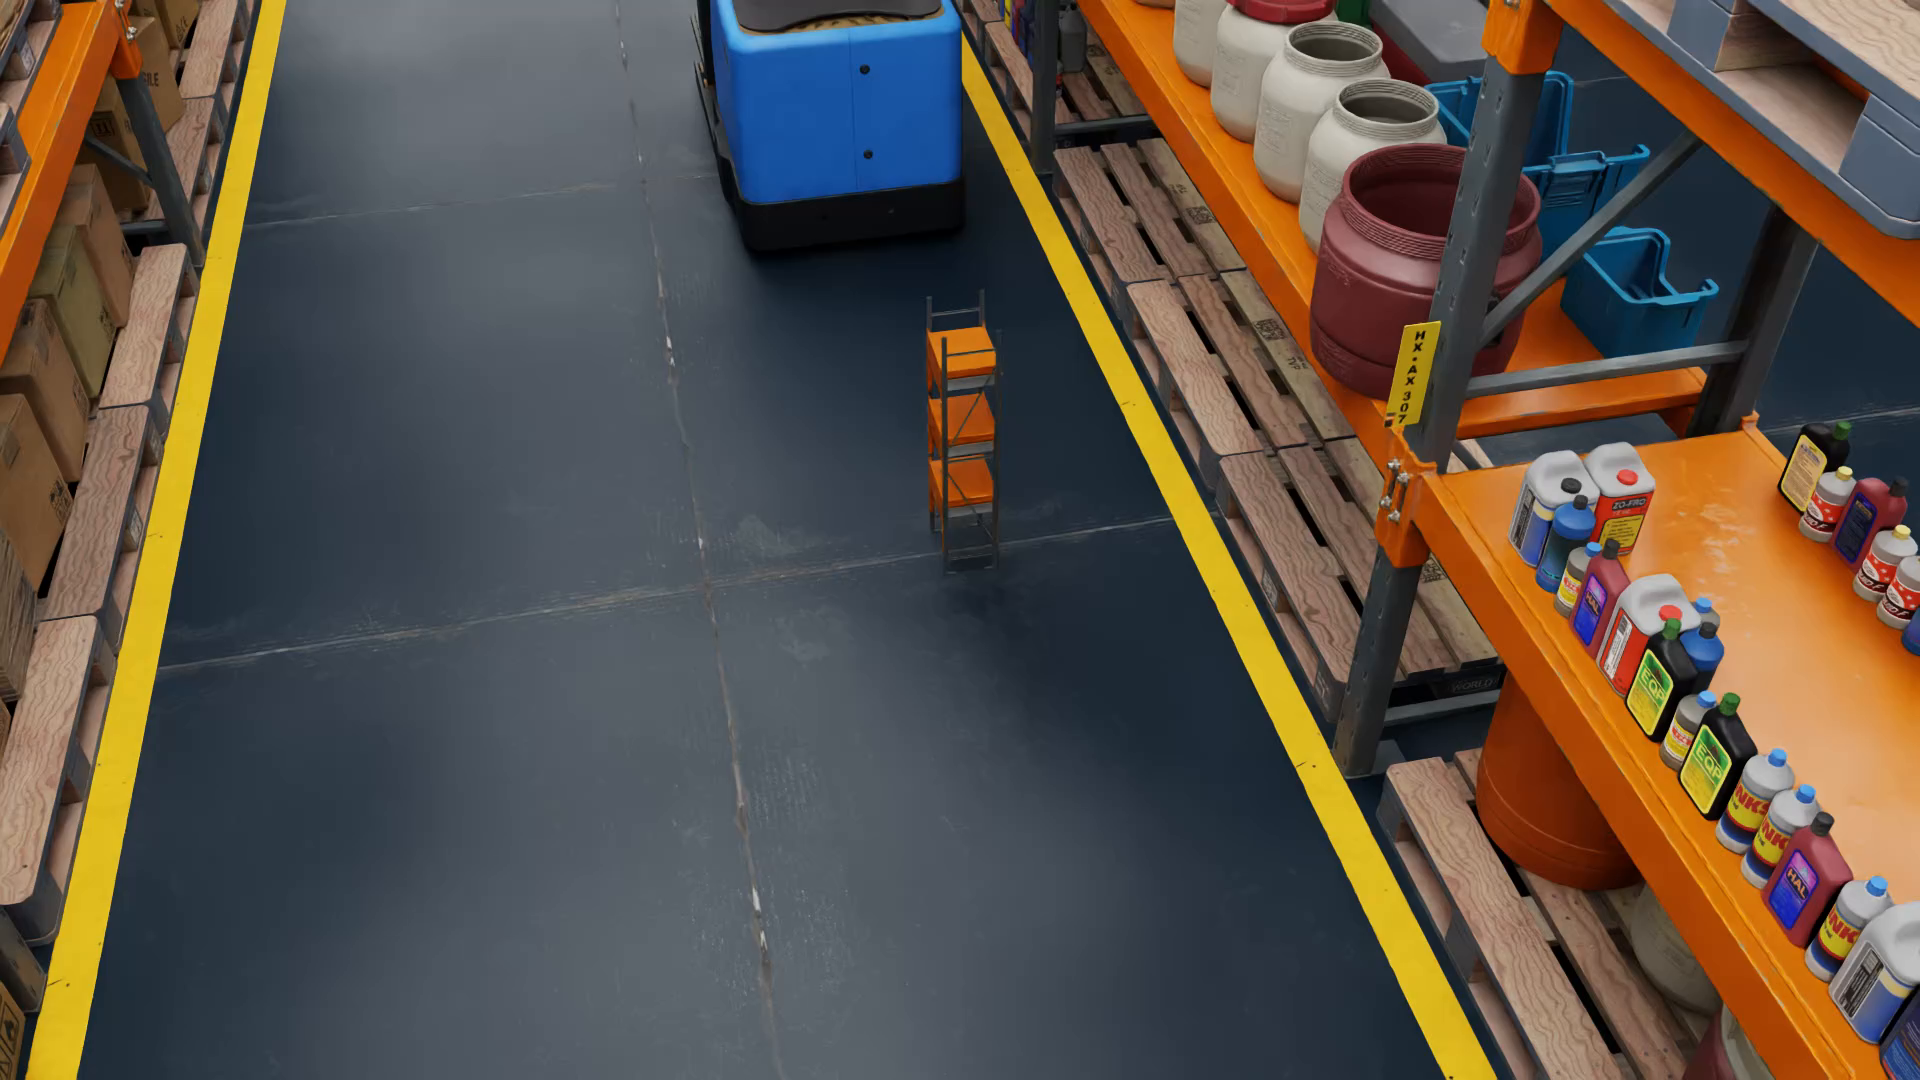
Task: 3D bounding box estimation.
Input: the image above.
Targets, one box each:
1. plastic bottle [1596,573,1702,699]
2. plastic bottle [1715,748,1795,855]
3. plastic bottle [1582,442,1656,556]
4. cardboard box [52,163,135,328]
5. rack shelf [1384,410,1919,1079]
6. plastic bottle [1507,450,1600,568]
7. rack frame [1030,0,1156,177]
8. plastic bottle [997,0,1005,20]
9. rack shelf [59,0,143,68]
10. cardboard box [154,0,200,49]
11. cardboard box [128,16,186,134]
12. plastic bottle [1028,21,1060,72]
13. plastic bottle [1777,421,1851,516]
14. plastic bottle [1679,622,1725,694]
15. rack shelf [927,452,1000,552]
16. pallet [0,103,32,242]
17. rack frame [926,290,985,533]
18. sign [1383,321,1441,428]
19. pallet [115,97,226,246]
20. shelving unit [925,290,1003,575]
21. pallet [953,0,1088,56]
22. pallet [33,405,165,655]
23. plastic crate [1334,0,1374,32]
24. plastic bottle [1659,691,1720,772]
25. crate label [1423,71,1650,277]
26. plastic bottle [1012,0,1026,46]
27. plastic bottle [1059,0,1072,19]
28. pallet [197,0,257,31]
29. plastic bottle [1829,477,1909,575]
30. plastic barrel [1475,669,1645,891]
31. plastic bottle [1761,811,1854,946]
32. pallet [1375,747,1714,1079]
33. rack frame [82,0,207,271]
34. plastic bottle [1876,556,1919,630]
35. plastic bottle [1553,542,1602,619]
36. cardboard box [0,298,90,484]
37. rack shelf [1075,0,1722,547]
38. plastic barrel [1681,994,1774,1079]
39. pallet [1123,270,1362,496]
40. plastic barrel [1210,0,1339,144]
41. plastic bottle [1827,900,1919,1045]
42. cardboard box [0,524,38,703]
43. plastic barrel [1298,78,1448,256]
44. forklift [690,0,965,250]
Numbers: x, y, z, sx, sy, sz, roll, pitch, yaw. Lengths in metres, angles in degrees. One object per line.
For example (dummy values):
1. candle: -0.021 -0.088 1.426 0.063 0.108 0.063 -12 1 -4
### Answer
1. plastic bottle: 1.596 0.221 3.835 0.152 0.276 0.135 -8 42 -9
2. plastic bottle: 1.672 0.537 3.482 0.097 0.271 0.097 0 42 0
3. plastic bottle: 1.644 -0.101 4.198 0.152 0.276 0.135 -8 42 -9
4. cardboard box: -3.870 -1.164 6.854 0.700 0.500 0.500 -11 43 -13
5. rack shelf: 2.150 1.113 3.279 1.077 0.370 4.000 -8 42 -9
6. plastic bottle: 1.496 -0.079 4.173 0.152 0.276 0.135 -8 42 -9
7. rack frame: 0.854 -3.045 7.421 1.000 3.000 0.127 -8 42 -9
8. plastic bottle: 0.292 -3.007 9.098 0.152 0.276 0.135 -8 42 -8
9. rack shelf: -4.413 -3.363 8.321 1.077 0.370 4.000 -8 42 -9
10. cardboard box: -4.448 -2.952 8.883 0.500 0.500 0.500 -5 42 -5
11. cardboard box: -4.160 -2.193 8.028 0.500 0.500 0.500 4 42 4
12. plastic bottle: 0.434 -2.595 8.578 0.144 0.351 0.185 -9 42 -10
13. plastic bottle: 2.222 -0.208 4.312 0.061 0.283 0.133 -8 42 -9
14. plastic bottle: 1.653 0.293 3.758 0.097 0.271 0.097 0 42 0
15. rack shelf: 0.012 -0.142 6.054 0.215 0.259 0.240 -8 42 -9
16. pallet: -3.586 -0.948 5.203 1.003 0.211 1.213 -8 42 -9
17. rack frame: -0.015 -0.437 5.951 0.200 1.050 0.008 -8 42 -9
18. sign: 1.182 -0.430 4.352 0.100 0.325 0.005 -8 42 -9
19. pallet: -4.161 -1.723 8.032 1.003 0.211 1.213 -8 42 -9
20. shelving unit: 0.012 -0.358 5.862 0.215 1.050 0.252 -8 42 -9
21. pallet: 0.483 -3.236 9.737 1.003 0.211 1.213 -8 42 -9
22. pallet: -3.545 0.004 6.086 1.003 0.211 1.213 -8 42 -9
23. plastic crate: 1.506 -1.878 6.265 0.450 0.188 0.662 -8 42 -9
24. plastic bottle: 1.623 0.414 3.674 0.097 0.201 0.097 0 42 0
25. crate label: 1.768 -1.148 5.258 0.502 0.435 0.616 -8 42 -9
26. plastic bottle: 0.317 -2.794 8.853 0.061 0.283 0.133 -6 42 -6
27. plastic bottle: 0.532 -2.729 8.785 0.152 0.276 0.135 -8 42 -9
28. pallet: -4.688 -3.305 9.814 1.003 0.211 1.213 -8 42 -9
29. plastic bottle: 2.272 -0.058 4.144 0.061 0.283 0.133 -8 42 -9
30. plastic barrel: 1.840 0.517 4.727 0.600 0.830 0.708 -8 42 -9
31. plastic bottle: 1.700 0.673 3.320 0.061 0.283 0.133 -8 42 -9
32. pallet: 1.929 1.095 4.857 1.003 0.211 1.213 -8 42 -9
33. rack frame: -3.982 -2.336 6.622 1.000 3.000 0.127 -8 42 -9
34. plastic bottle: 2.300 0.113 4.013 0.097 0.201 0.097 0 42 0
35. plastic bottle: 1.515 0.091 4.038 0.097 0.201 0.097 0 42 0
36. cardboard box: -3.664 -0.490 6.094 0.700 0.500 0.500 -12 43 -13
37. rack shelf: 1.286 -1.480 6.200 1.077 0.370 4.000 -8 42 -9
38. plastic barrel: 2.084 1.339 3.982 0.600 0.588 0.708 -8 42 -9
39. pallet: 1.329 -0.707 6.887 1.003 0.211 1.213 -8 42 -9
40. plastic barrel: 1.099 -1.689 5.790 0.433 0.535 0.433 0 42 0
41. plastic bottle: 1.795 0.820 3.161 0.152 0.276 0.135 -8 42 -9
42. cardboard box: -3.415 0.238 5.274 0.700 0.500 0.500 -12 43 -13
43. plastic barrel: 1.287 -1.131 5.180 0.421 0.512 0.421 0 42 0
44. forklift: -0.806 -3.415 7.890 1.130 2.935 3.031 -9 42 -10
